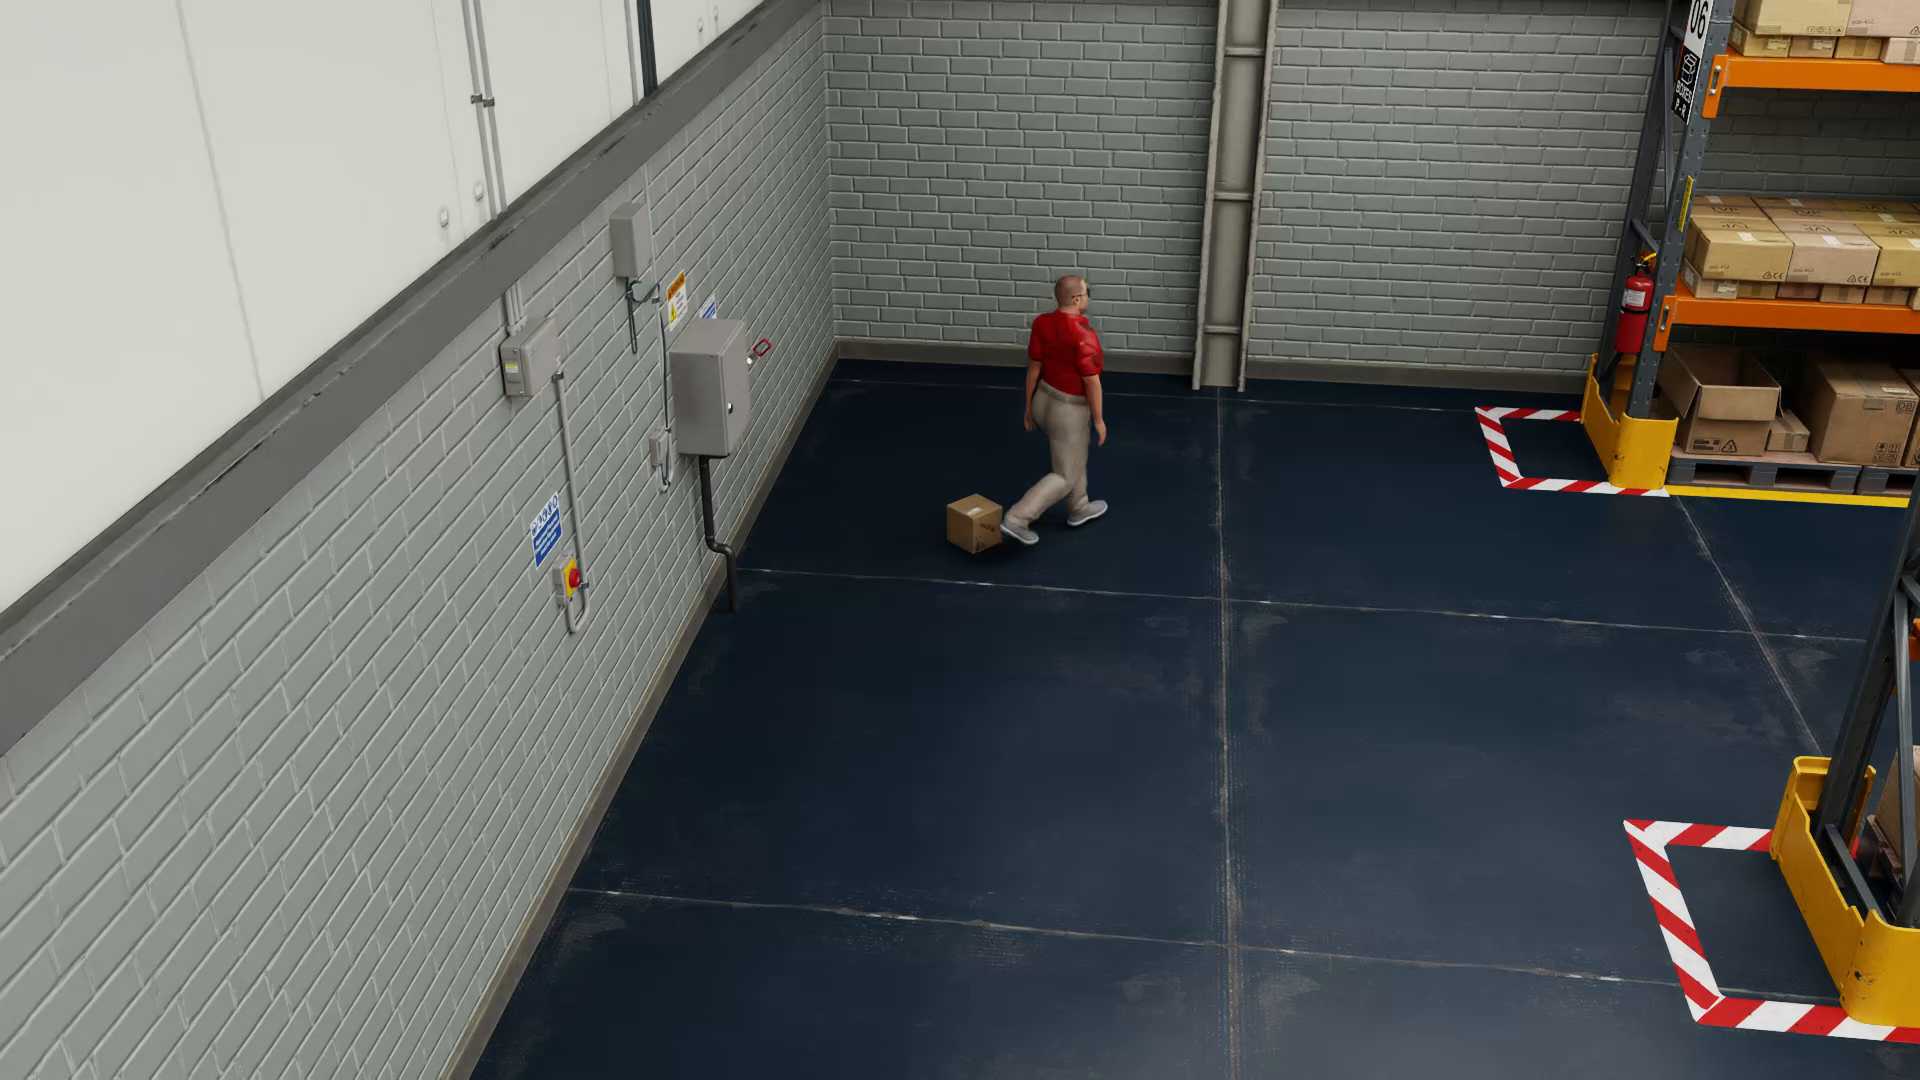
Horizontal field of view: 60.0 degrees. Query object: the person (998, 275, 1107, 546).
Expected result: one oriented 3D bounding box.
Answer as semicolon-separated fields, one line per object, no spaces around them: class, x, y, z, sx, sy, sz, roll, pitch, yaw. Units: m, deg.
person;0.605;-0.767;10.064;0.963;1.684;0.550;-18;33;-30
